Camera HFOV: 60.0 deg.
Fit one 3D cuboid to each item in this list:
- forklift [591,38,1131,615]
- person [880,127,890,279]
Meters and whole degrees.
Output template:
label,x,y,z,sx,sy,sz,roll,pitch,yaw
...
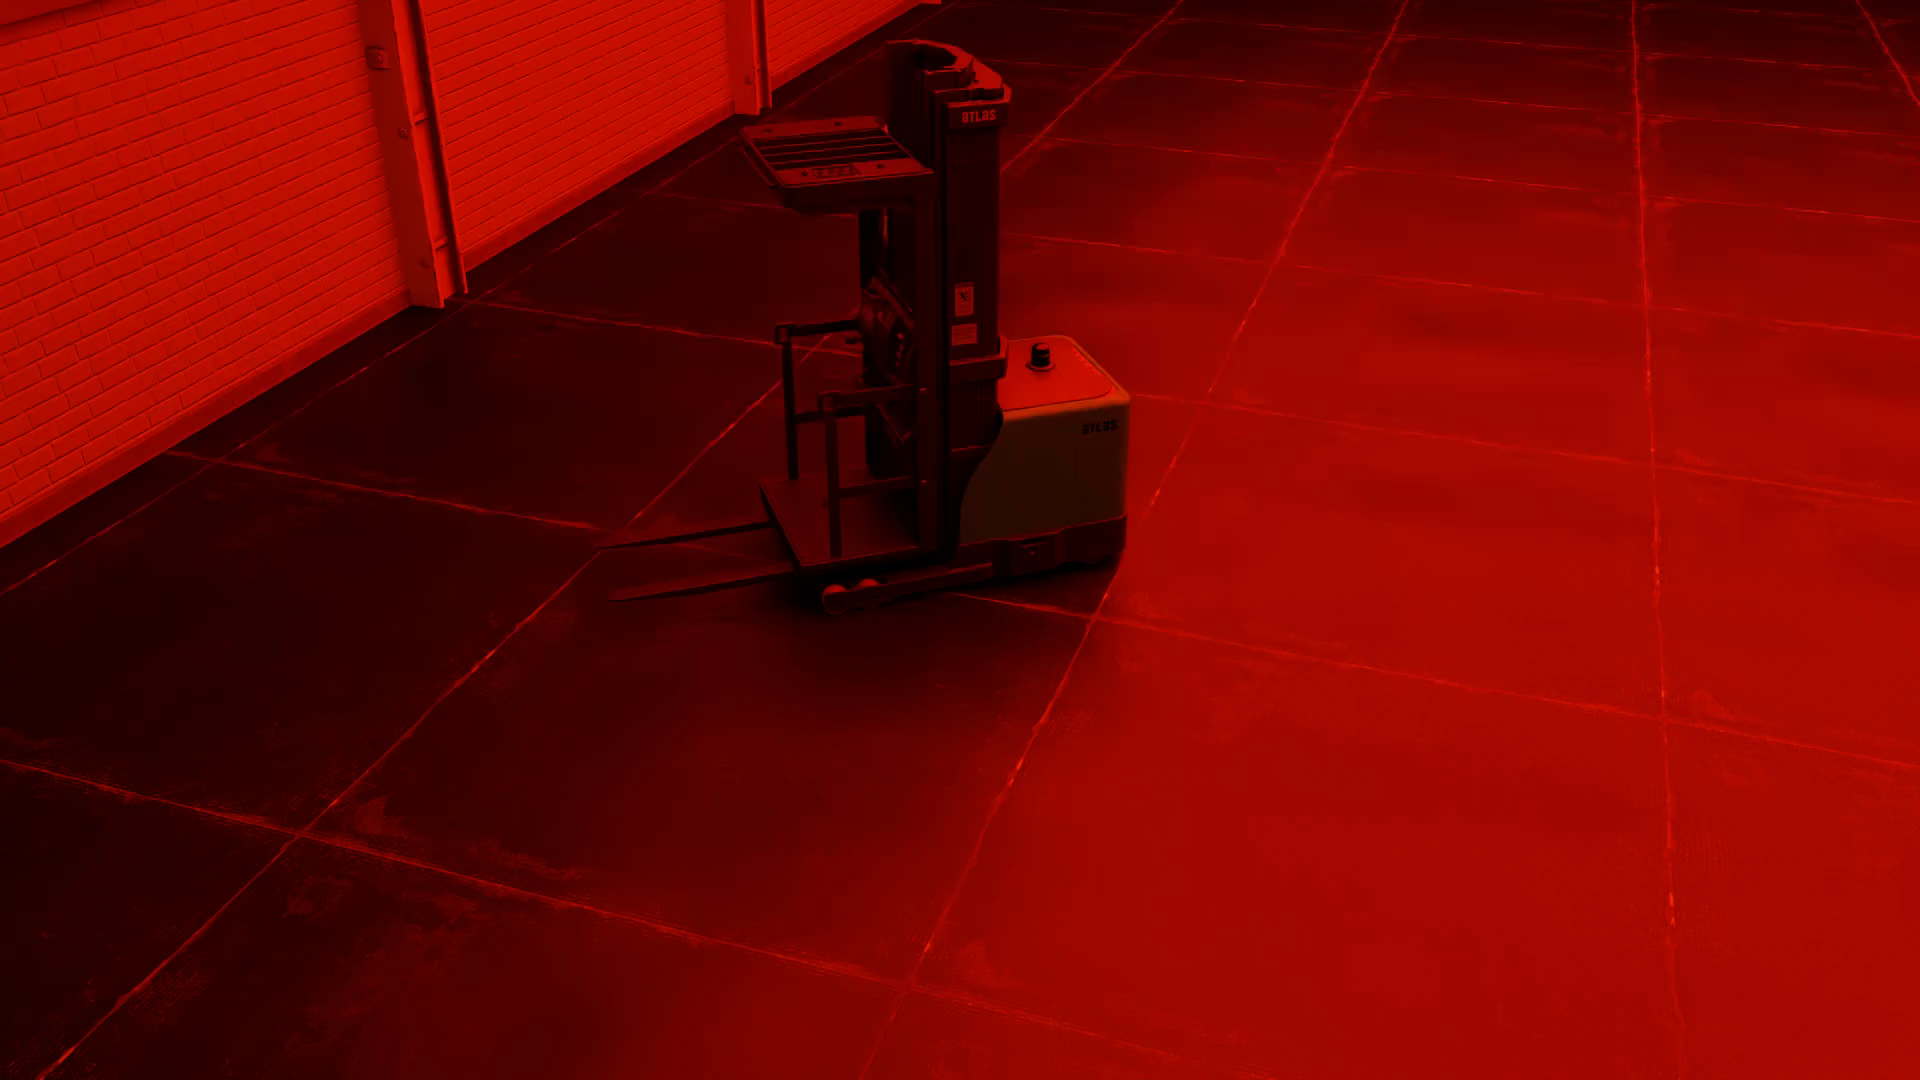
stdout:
label,x,y,z,sx,sy,sz,roll,pitch,yaw
forklift,-0.594,-1.147,9.148,3.031,2.935,1.130,-10,31,-16
person,-0.430,-2.281,12.475,0.557,1.701,0.510,-3,30,-5
